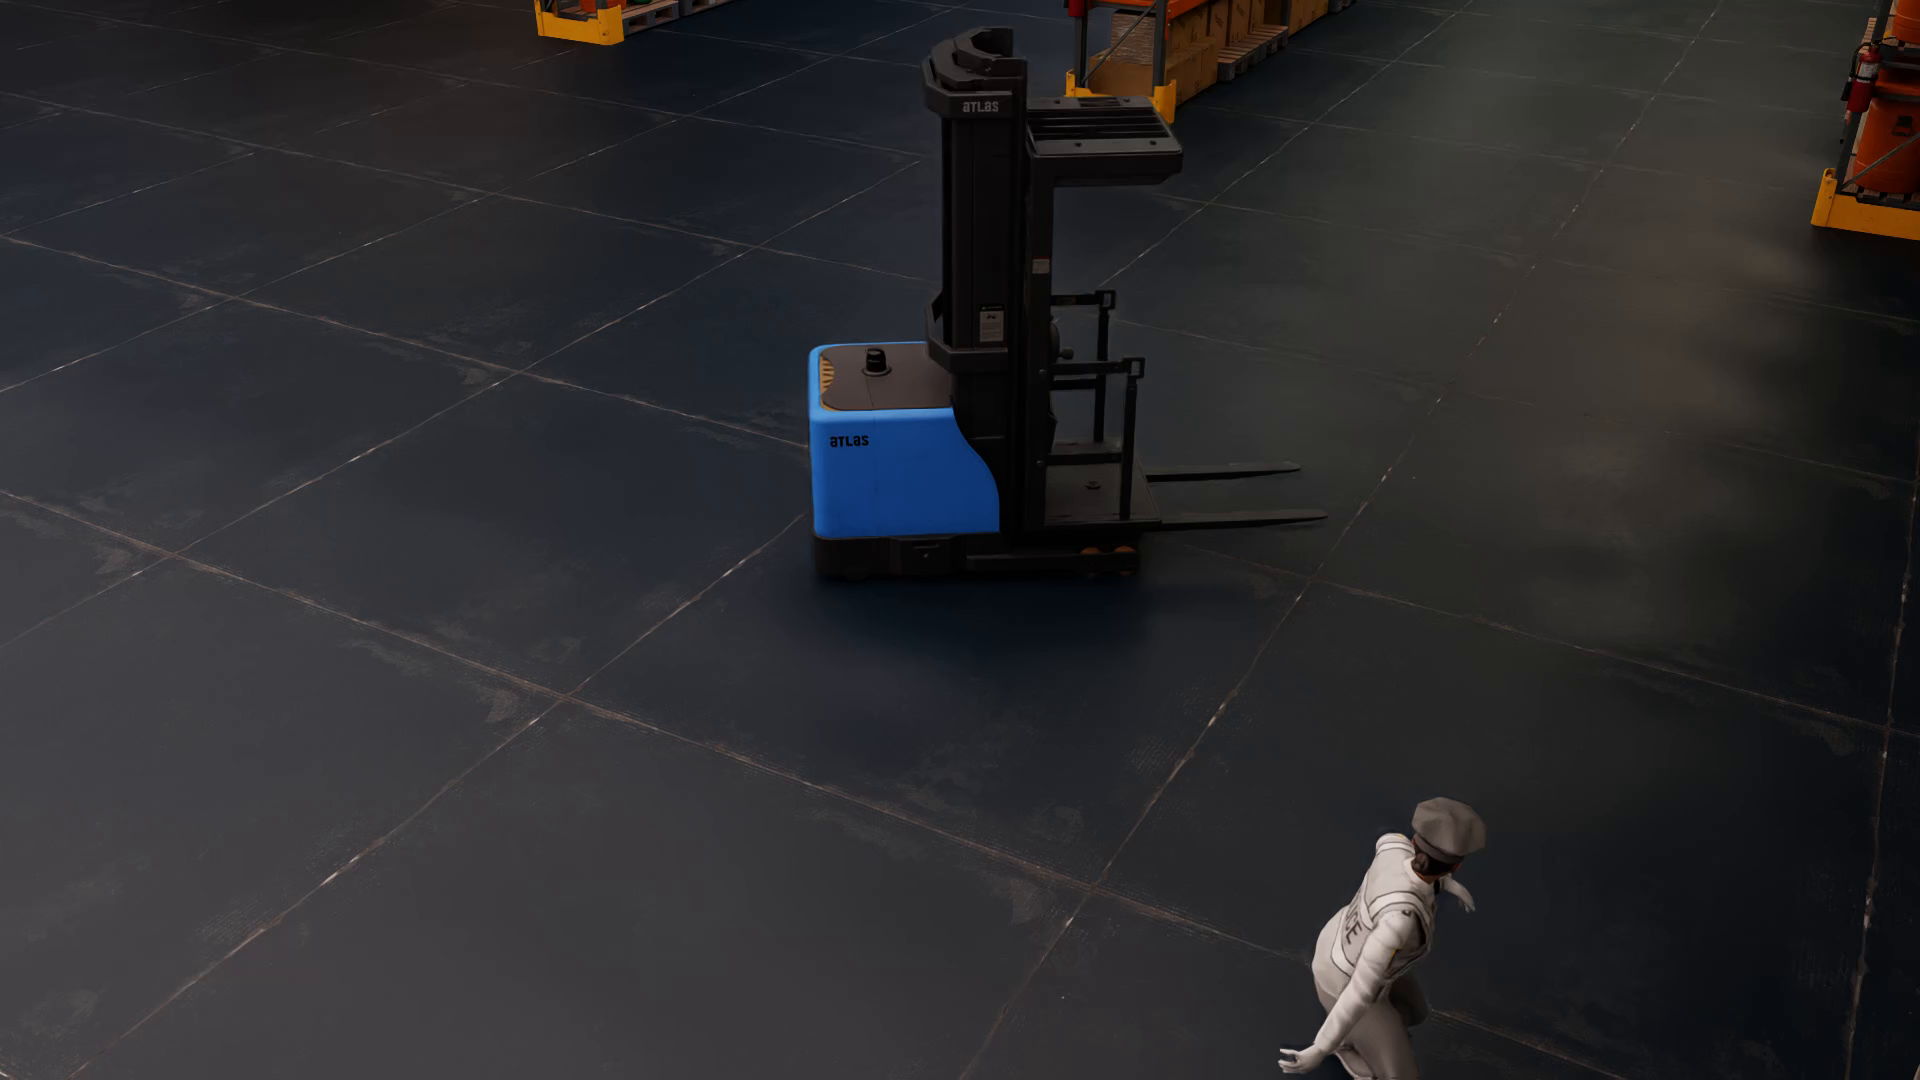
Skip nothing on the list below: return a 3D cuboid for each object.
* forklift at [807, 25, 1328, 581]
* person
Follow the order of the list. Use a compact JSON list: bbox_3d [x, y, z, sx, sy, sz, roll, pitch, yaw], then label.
[{"bbox_3d":[0.635,-1.321,9.359,3.031,2.935,1.130,-2,30,-4],"label":"forklift"},{"bbox_3d":[1.465,1.597,5.821,0.522,1.587,0.954,11,32,19],"label":"person"}]
